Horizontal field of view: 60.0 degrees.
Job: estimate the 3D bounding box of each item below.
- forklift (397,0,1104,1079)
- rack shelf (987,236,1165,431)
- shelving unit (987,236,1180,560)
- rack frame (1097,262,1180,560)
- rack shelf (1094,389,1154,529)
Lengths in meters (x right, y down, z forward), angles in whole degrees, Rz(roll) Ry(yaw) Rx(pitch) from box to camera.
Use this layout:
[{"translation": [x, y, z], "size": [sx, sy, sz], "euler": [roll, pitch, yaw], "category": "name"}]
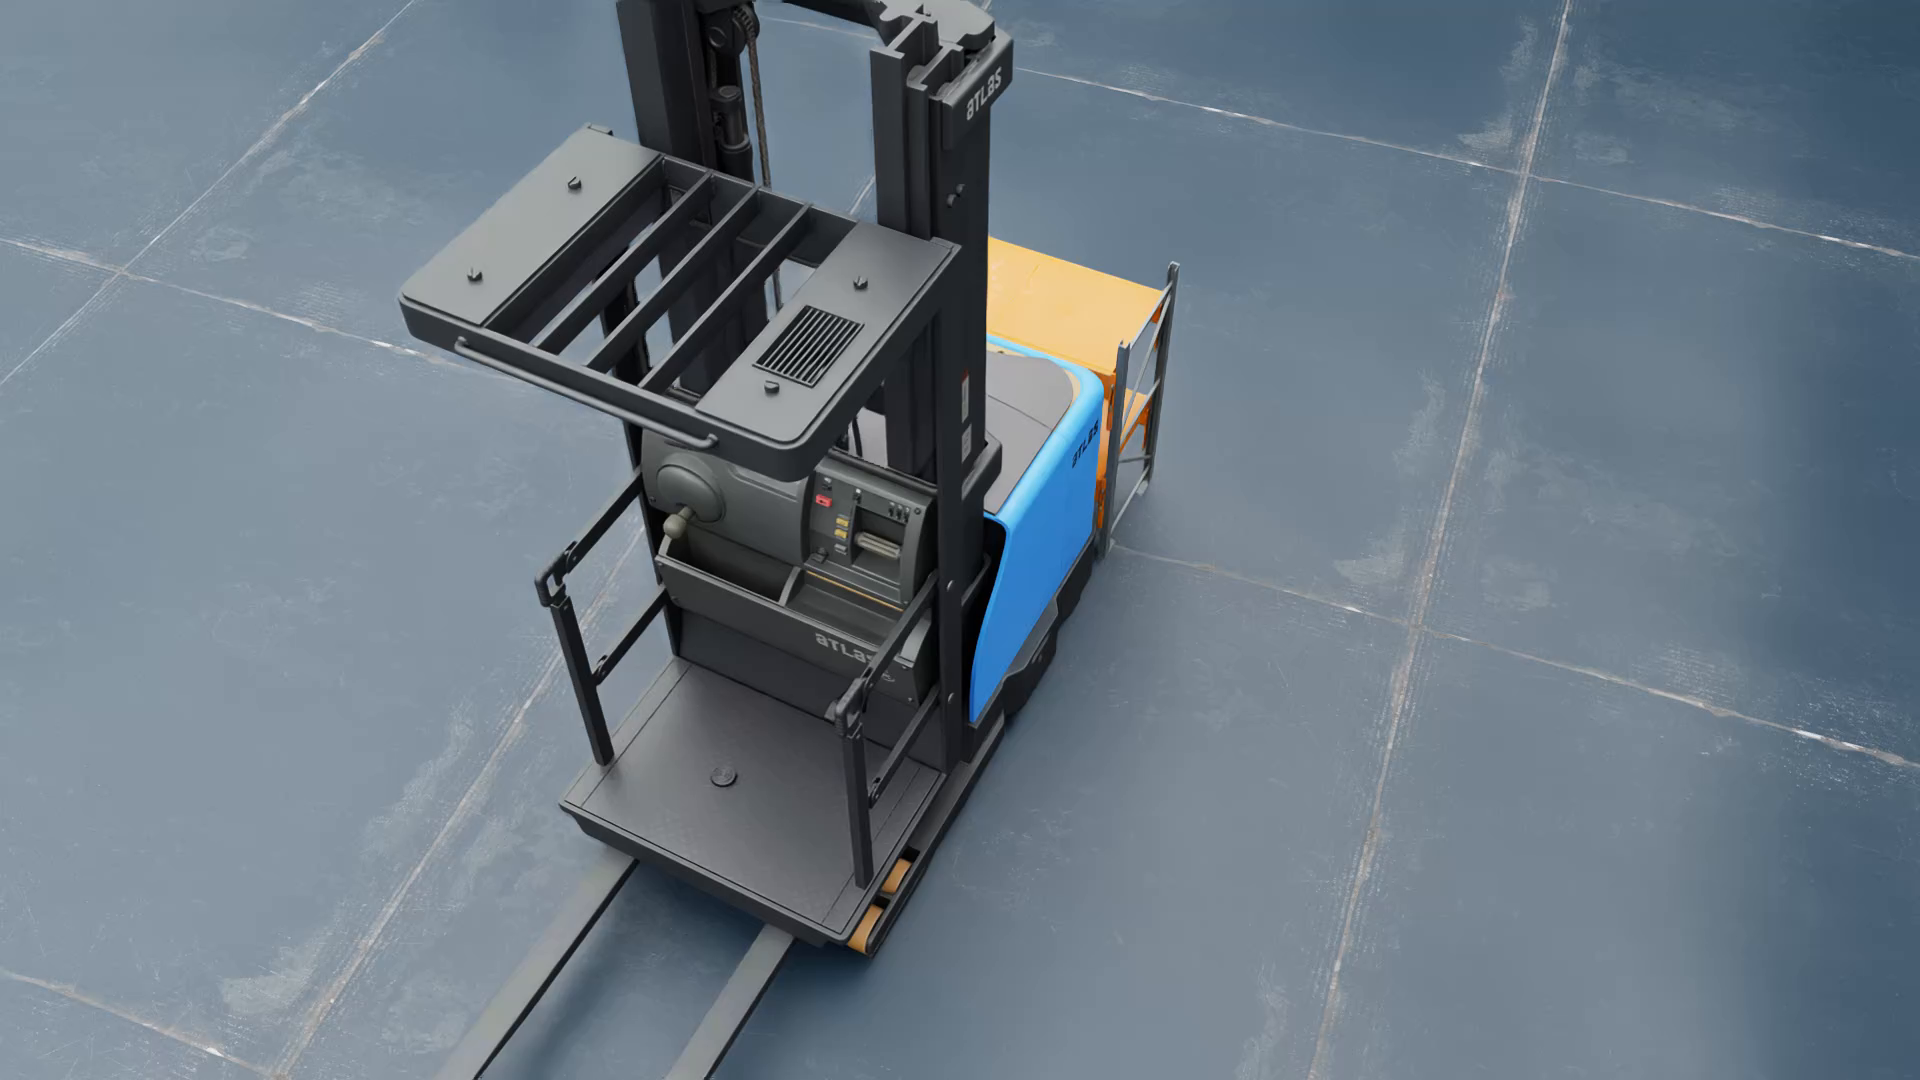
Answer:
[{"translation": [-0.616, -0.005, 4.681], "size": [1.130, 2.935, 3.031], "euler": [21, 52, 18], "category": "forklift"}, {"translation": [0.212, -0.826, 6.201], "size": [1.000, 0.278, 0.538], "euler": [21, 52, 17], "category": "rack shelf"}, {"translation": [0.212, -0.635, 6.422], "size": [1.048, 1.125, 0.538], "euler": [21, 52, 17], "category": "shelving unit"}, {"translation": [0.667, -0.463, 6.273], "size": [0.032, 1.125, 0.500], "euler": [21, 52, 17], "category": "rack frame"}, {"translation": [0.212, -0.474, 6.607], "size": [1.000, 0.278, 0.538], "euler": [21, 52, 17], "category": "rack shelf"}]
